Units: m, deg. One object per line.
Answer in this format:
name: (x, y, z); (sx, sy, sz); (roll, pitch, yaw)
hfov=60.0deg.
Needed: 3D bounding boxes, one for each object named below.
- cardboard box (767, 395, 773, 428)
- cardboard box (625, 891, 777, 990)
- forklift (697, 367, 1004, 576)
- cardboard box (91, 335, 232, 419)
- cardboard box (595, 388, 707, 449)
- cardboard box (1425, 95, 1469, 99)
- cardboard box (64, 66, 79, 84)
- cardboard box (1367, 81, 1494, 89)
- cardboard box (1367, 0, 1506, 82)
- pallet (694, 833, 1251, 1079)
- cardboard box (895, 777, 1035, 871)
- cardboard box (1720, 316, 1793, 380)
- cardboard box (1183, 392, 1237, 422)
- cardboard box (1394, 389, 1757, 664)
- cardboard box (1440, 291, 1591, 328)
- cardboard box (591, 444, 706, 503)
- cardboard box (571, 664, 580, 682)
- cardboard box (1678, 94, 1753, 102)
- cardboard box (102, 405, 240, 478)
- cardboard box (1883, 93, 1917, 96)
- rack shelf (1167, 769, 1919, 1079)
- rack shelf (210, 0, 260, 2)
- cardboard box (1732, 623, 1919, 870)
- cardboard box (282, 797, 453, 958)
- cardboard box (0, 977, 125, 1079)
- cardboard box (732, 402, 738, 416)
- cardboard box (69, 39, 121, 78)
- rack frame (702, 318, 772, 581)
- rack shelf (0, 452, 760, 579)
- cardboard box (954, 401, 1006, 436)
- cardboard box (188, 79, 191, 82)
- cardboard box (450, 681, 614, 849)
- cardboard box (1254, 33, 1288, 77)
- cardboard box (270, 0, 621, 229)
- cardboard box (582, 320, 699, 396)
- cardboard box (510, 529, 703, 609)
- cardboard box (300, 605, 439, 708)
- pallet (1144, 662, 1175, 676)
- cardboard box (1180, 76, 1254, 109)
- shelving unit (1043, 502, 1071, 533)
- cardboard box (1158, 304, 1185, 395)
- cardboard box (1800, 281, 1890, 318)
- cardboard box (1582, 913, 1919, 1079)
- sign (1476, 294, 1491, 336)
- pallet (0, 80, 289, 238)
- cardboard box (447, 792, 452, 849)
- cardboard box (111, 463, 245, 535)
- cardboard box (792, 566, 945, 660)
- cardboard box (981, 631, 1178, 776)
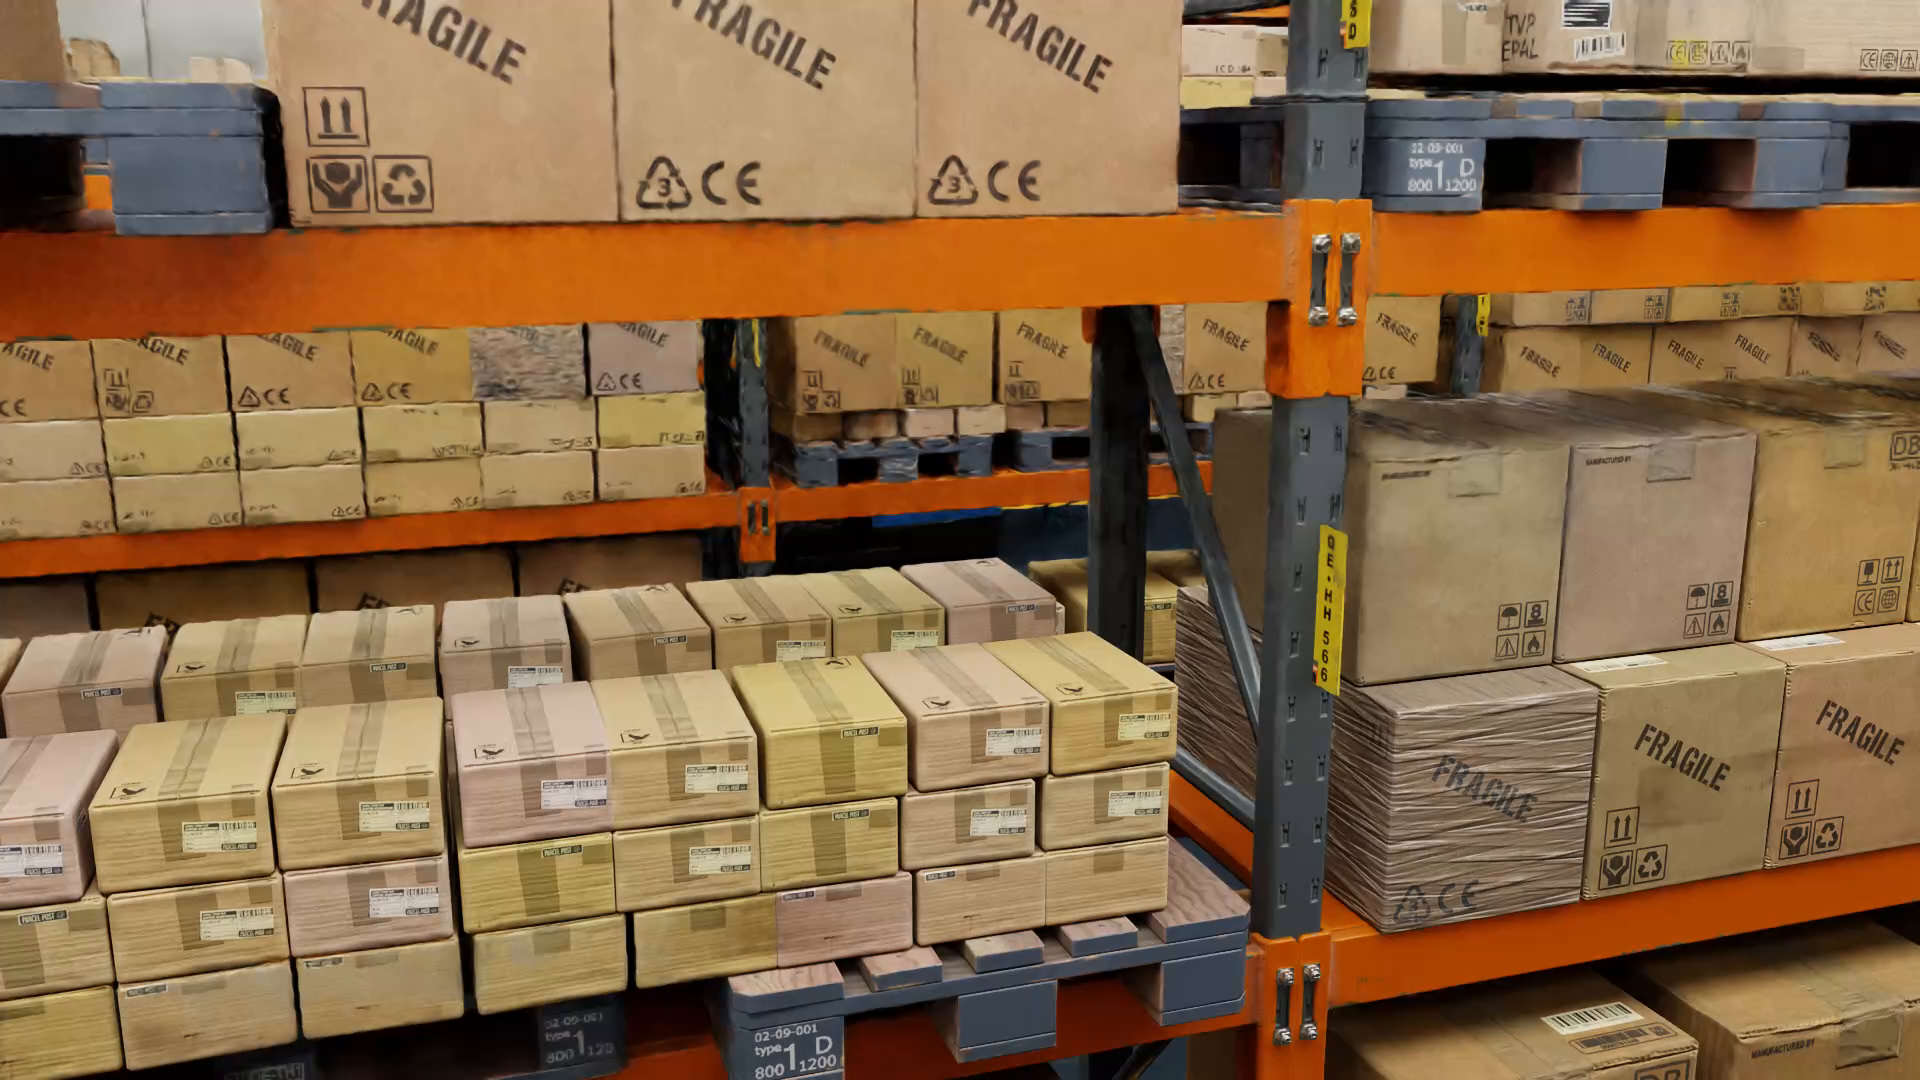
cardboard box: (-0.899, -0.693, 8.710); (0.250, 0.149, 0.380); (-4, 14, -16)
cardboard box: (-0.498, 0.653, 3.052); (0.250, 0.149, 0.380); (-5, 14, -19)
forklift: (-1.236, -1.267, 11.636); (3.031, 2.935, 1.130); (-6, 15, -25)
cardboard box: (-3.467, -0.824, 7.250); (0.500, 0.500, 0.500); (-5, 14, -19)
cardboard box: (-1.513, -0.614, 7.985); (0.500, 0.250, 0.500); (-5, 14, -18)
cardboard box: (2.991, -2.453, 9.673); (0.500, 0.250, 0.500); (-5, 14, -19)
cardboard box: (-4.157, -1.971, 7.251); (0.500, 0.311, 0.500); (-4, 14, -18)
cardboard box: (1.037, -1.148, 3.886); (0.250, 0.166, 0.380); (-4, 14, -18)
cardboard box: (0.907, -1.037, 3.456); (0.250, 0.149, 0.380); (-5, 14, -20)
pallet: (-0.102, 0.712, 3.580); (1.003, 0.211, 1.213); (-4, 14, -18)
cardboard box: (-0.036, 0.473, 3.166); (0.250, 0.149, 0.380); (-4, 14, -16)
cardboard box: (4.583, -1.113, 9.981); (0.500, 0.500, 0.500); (-4, 14, -17)
cardboard box: (1.285, -0.742, 8.915); (0.250, 0.149, 0.380); (-4, 14, -18)
cardboard box: (1.448, -0.061, 4.039); (0.500, 0.500, 0.700); (-5, 14, -19)
cardboard box: (3.143, -1.495, 9.426); (0.500, 0.500, 0.700); (-5, 14, -19)
cardboard box: (-1.531, -0.368, 8.031); (0.500, 0.250, 0.500); (-5, 14, -20)
cardboard box: (-0.729, 0.367, 3.608); (0.250, 0.149, 0.380); (-4, 14, -18)
cardboard box: (4.126, -2.408, 9.483); (0.500, 0.250, 0.500); (-4, 14, -18)
cardboard box: (-3.447, -0.457, 7.325); (0.500, 0.250, 0.500); (-4, 14, -17)
cardboard box: (5.472, -2.720, 9.933); (0.250, 0.149, 0.380); (-4, 14, -18)
rack shelf: (2.436, 0.745, 4.581); (4.000, 0.370, 1.077); (-4, 14, -18)
rack shelf: (-4.617, -3.850, 11.801); (4.000, 0.370, 1.077); (-4, 14, -18)
cardboard box: (2.011, 0.445, 4.073); (0.500, 0.500, 0.500); (-4, 14, -18)
cardboard box: (-1.005, 0.548, 2.848); (0.250, 0.149, 0.380); (-4, 14, -17)
cardboard box: (-1.495, 0.730, 2.725); (0.250, 0.149, 0.380); (-5, 14, -19)
cardboard box: (-1.509, -0.766, 13.603); (0.625, 0.625, 0.875); (-4, 14, -16)
cardboard box: (-6.004, -3.329, 11.555); (0.258, 0.266, 0.396); (-4, 14, -18)
rack frame: (-1.135, -0.535, 8.410); (0.127, 3.000, 1.000); (-4, 14, -18)
rack shelf: (-3.030, -0.038, 7.873); (4.000, 0.370, 1.077); (-4, 14, -18)
cardboard box: (0.053, -0.640, 8.486); (0.250, 0.149, 0.380); (-4, 14, -18)
cardboard box: (-5.146, -3.090, 11.446); (0.250, 0.149, 0.380); (-4, 14, -17)
cardboard box: (-0.748, 0.383, 2.902); (0.250, 0.149, 0.380); (-4, 14, -18)
cardboard box: (1.506, -2.670, 9.240); (0.500, 0.250, 0.500); (-5, 14, -19)
cardboard box: (-0.865, -0.791, 2.789); (0.500, 0.500, 0.500); (-4, 14, -18)
cardboard box: (-1.541, -0.975, 7.882); (0.500, 0.500, 0.500); (-5, 14, -20)
cardboard box: (-1.816, 0.327, 8.470); (0.875, 0.875, 0.875); (-5, 14, -19)
cardboard box: (-1.205, 0.261, 3.415); (0.250, 0.149, 0.380); (-4, 14, -16)
pallet: (0.761, 0.675, 9.349); (1.213, 0.211, 1.003); (-4, 14, -18)
cardboard box: (1.184, -2.272, 8.649); (0.500, 0.250, 0.500); (-4, 14, -17)
shelving unit: (0.431, -0.789, 12.721); (0.755, 1.500, 0.431); (-6, 15, -25)
cardboard box: (0.835, -1.031, 8.729); (0.500, 0.500, 0.500); (-5, 14, -20)
cardboard box: (5.100, -1.624, 9.968); (0.500, 0.500, 0.700); (-5, 14, -19)
cardboard box: (1.973, 1.343, 4.470); (0.750, 0.750, 1.050); (-4, 14, -17)
sign: (2.837, -1.272, 9.007); (0.005, 0.325, 0.100); (-4, 14, -18)
pallet: (-1.650, -0.629, 2.729); (1.003, 0.211, 1.213); (-4, 14, -18)
cardboard box: (-1.205, 0.548, 3.492); (0.250, 0.149, 0.380); (-4, 14, -17)
cardboard box: (-3.444, -0.214, 7.386); (0.500, 0.250, 0.500); (-5, 14, -19)
cardboard box: (-0.214, 0.184, 3.739); (0.250, 0.149, 0.380); (-5, 14, -20)
cardboard box: (0.222, 0.308, 3.214); (0.250, 0.149, 0.380); (-5, 14, -20)
